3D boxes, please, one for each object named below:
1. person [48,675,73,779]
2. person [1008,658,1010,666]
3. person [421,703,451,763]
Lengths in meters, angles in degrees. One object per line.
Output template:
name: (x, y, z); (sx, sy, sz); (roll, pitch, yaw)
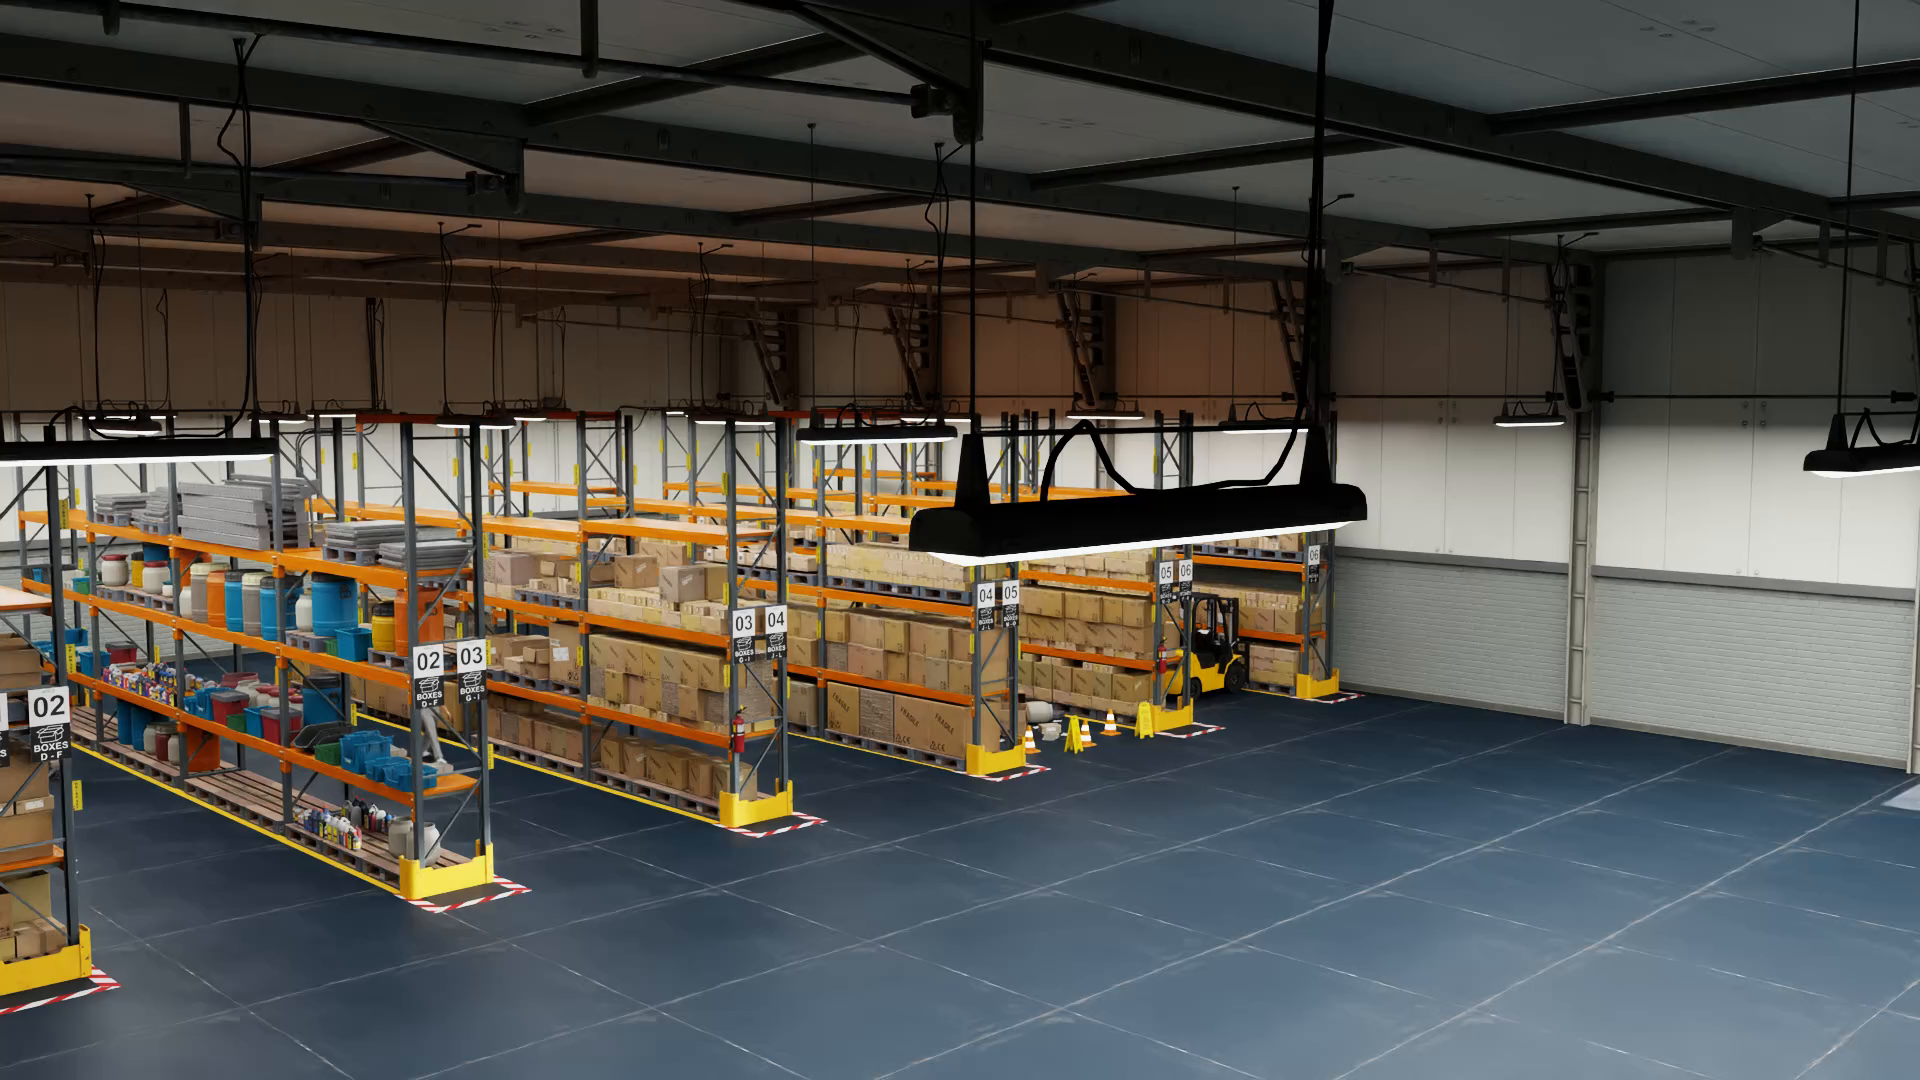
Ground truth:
person: (-14.874, 3.088, 27.367); (0.487, 1.724, 0.581); (3, 6, 34)
person: (0.959, 2.129, 38.370); (0.597, 1.767, 0.530); (-4, 6, -39)
person: (-9.107, 3.016, 28.715); (1.045, 1.609, 0.549); (4, 7, 42)
